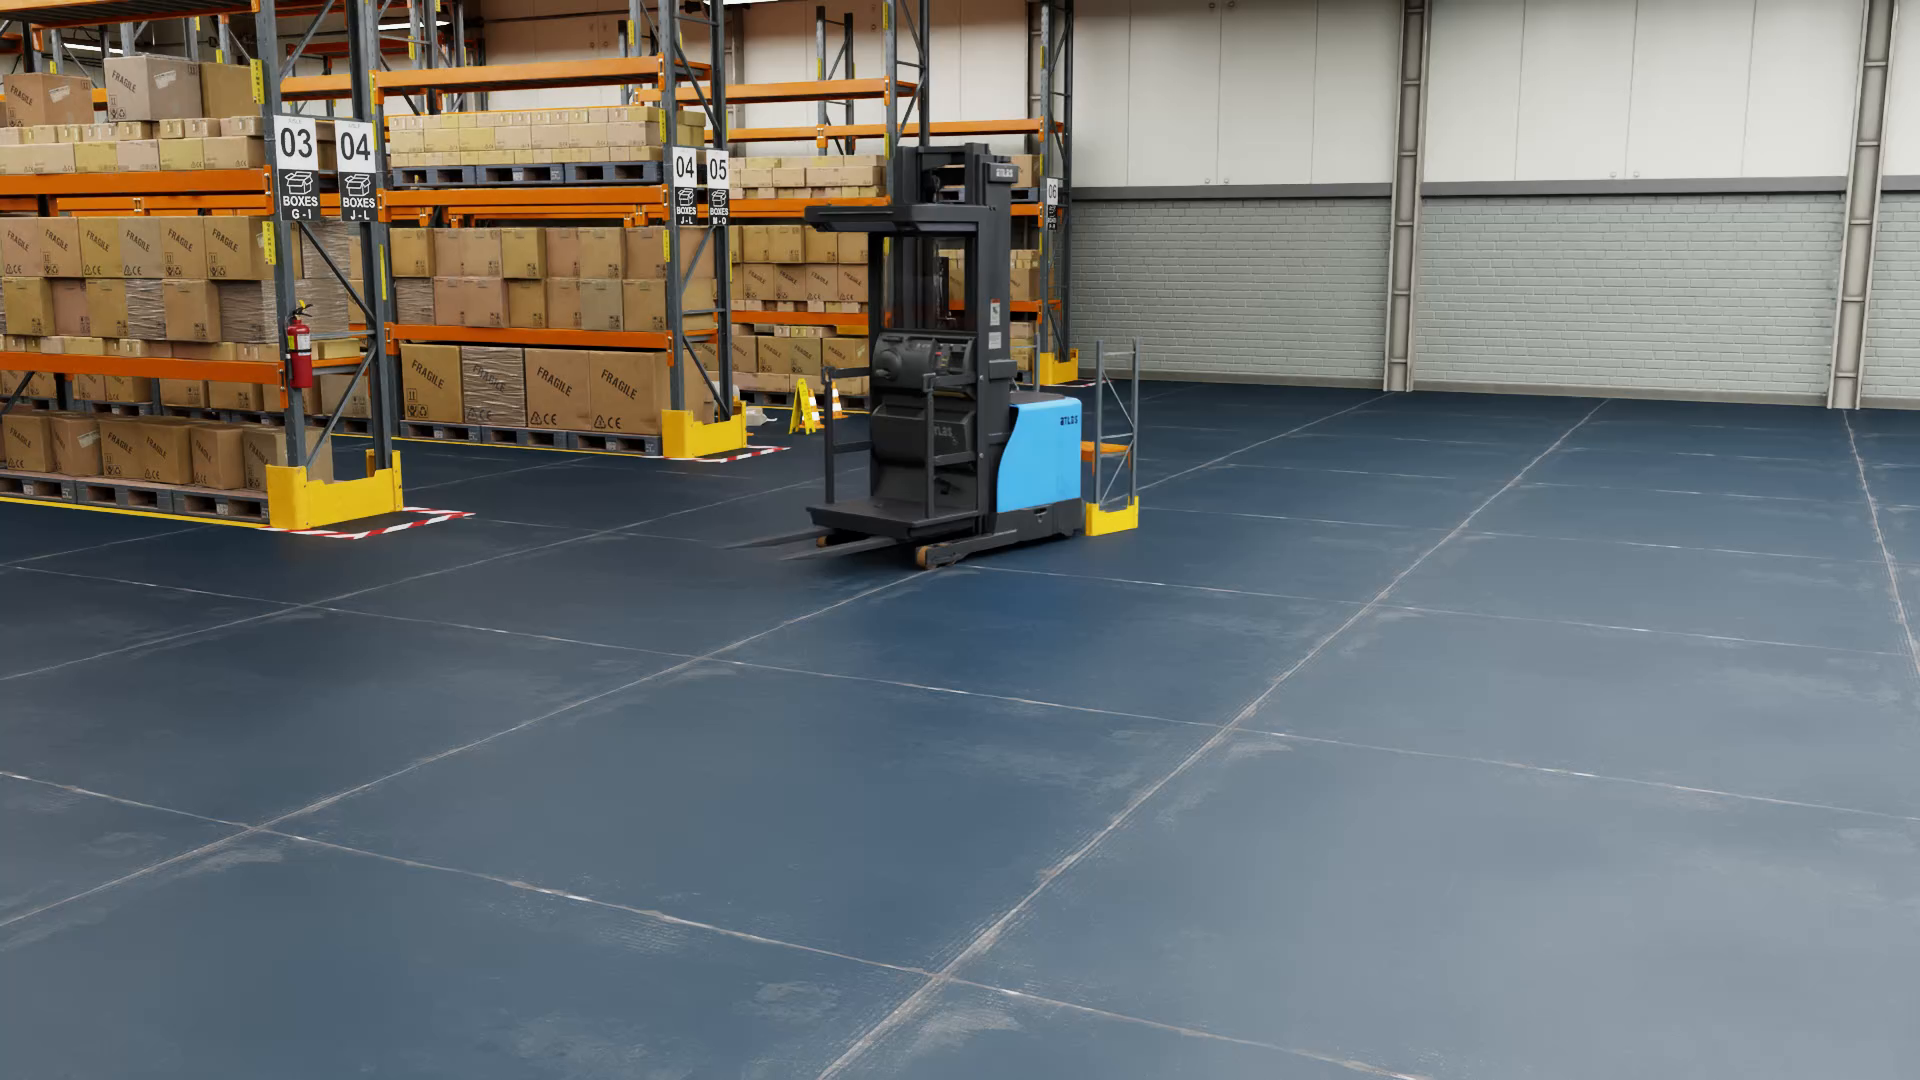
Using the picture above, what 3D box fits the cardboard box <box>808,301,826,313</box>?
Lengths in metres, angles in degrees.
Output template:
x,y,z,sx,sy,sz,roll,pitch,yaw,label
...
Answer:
x,y,z,sx,sy,sz,roll,pitch,yaw,label
-1.848,-3.147,22.402,0.250,0.149,0.380,5,12,27,cardboard box

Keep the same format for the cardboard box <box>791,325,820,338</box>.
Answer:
x,y,z,sx,sy,sz,roll,pitch,yaw,label
-2.093,-2.836,22.591,0.250,0.149,0.380,5,12,27,cardboard box

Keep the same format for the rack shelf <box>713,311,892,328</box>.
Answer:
x,y,z,sx,sy,sz,roll,pitch,yaw,label
-2.470,-3.038,23.112,4.000,0.370,1.077,5,11,26,rack shelf

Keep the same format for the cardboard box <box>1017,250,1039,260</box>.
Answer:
x,y,z,sx,sy,sz,roll,pitch,yaw,label
1.102,-4.536,26.436,0.250,0.149,0.380,5,11,26,cardboard box

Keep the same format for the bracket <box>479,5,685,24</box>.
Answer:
x,y,z,sx,sy,sz,roll,pitch,yaw,label
-6.930,-9.601,30.404,4.783,0.066,0.076,5,11,26,bracket

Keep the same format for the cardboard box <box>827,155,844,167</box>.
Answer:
x,y,z,sx,sy,sz,roll,pitch,yaw,label
-1.562,-5.002,21.989,0.250,0.149,0.380,5,11,25,cardboard box

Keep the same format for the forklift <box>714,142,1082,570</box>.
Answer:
x,y,z,sx,sy,sz,roll,pitch,yaw,label
-0.408,-1.334,11.872,1.130,2.935,3.031,9,14,41,forklift

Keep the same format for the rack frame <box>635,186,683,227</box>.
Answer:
x,y,z,sx,sy,sz,roll,pitch,yaw,label
-4.264,-3.549,23.919,0.127,3.000,1.000,5,11,26,rack frame

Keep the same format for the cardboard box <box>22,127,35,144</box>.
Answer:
x,y,z,sx,sy,sz,roll,pitch,yaw,label
-7.751,-3.443,14.209,0.250,0.149,0.380,5,12,28,cardboard box

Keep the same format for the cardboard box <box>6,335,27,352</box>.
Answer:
x,y,z,sx,sy,sz,roll,pitch,yaw,label
-8.134,-1.741,14.632,0.250,0.149,0.380,5,11,26,cardboard box

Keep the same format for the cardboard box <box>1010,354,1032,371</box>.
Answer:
x,y,z,sx,sy,sz,roll,pitch,yaw,label
0.955,-2.867,26.692,0.500,0.250,0.500,5,11,26,cardboard box

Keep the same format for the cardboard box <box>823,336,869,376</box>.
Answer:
x,y,z,sx,sy,sz,roll,pitch,yaw,label
-1.510,-2.478,22.436,0.500,0.500,0.500,5,11,26,cardboard box

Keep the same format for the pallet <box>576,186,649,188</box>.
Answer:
x,y,z,sx,sy,sz,roll,pitch,yaw,label
-4.770,-4.999,24.031,1.003,0.211,1.213,5,11,26,pallet

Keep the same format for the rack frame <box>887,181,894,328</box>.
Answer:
x,y,z,sx,sy,sz,roll,pitch,yaw,label
-0.677,-3.234,22.177,0.127,3.000,1.000,5,11,26,rack frame

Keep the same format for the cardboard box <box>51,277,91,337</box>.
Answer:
x,y,z,sx,sy,sz,roll,pitch,yaw,label
-7.347,-2.048,14.510,0.500,0.500,0.875,5,11,26,cardboard box

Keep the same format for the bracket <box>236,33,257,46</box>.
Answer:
x,y,z,sx,sy,sz,roll,pitch,yaw,label
-14.636,-10.278,34.146,0.430,0.232,0.235,5,11,26,bracket

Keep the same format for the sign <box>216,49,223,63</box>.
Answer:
x,y,z,sx,sy,sz,roll,pitch,yaw,label
-11.706,-7.583,26.291,0.005,0.325,0.100,5,11,26,sign

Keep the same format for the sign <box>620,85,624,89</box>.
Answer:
x,y,z,sx,sy,sz,roll,pitch,yaw,label
-5.889,-8.021,28.934,0.005,0.325,0.100,5,11,26,sign

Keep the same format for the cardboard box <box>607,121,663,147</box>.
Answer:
x,y,z,sx,sy,sz,roll,pitch,yaw,label
-3.339,-4.234,17.405,0.500,0.250,0.500,5,11,27,cardboard box

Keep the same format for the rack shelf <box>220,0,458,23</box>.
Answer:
x,y,z,sx,sy,sz,roll,pitch,yaw,label
-9.644,-8.256,25.765,4.000,0.370,1.077,5,11,26,rack shelf

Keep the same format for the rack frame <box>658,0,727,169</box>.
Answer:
x,y,z,sx,sy,sz,roll,pitch,yaw,label
-2.776,-5.388,17.231,0.127,3.000,1.000,5,11,26,rack frame

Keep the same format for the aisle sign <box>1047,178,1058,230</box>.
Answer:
x,y,z,sx,sy,sz,roll,pitch,yaw,label
1.445,-5.254,26.039,0.004,0.787,0.394,5,11,26,aisle sign

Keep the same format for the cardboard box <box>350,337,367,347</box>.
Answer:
x,y,z,sx,sy,sz,roll,pitch,yaw,label
-9.231,-3.164,26.578,0.875,0.875,0.875,5,11,27,cardboard box

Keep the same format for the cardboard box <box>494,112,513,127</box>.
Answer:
x,y,z,sx,sy,sz,roll,pitch,yaw,label
-4.823,-4.549,18.024,0.250,0.149,0.380,5,11,26,cardboard box

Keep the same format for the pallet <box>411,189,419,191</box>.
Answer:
x,y,z,sx,sy,sz,roll,pitch,yaw,label
-8.452,-5.290,25.643,1.003,0.211,1.213,6,12,28,pallet

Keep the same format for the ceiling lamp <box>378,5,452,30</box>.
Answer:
x,y,z,sx,sy,sz,roll,pitch,yaw,label
-9.466,-10.380,28.425,2.000,3.185,0.800,5,11,26,ceiling lamp

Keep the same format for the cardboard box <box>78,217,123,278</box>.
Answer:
x,y,z,sx,sy,sz,roll,pitch,yaw,label
-7.007,-2.462,13.986,0.500,0.500,0.500,5,11,26,cardboard box

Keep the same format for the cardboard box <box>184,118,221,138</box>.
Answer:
x,y,z,sx,sy,sz,roll,pitch,yaw,label
-5.924,-3.265,13.227,0.250,0.149,0.380,4,11,23,cardboard box

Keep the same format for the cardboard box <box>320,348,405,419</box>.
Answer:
x,y,z,sx,sy,sz,roll,pitch,yaw,label
-6.960,-1.885,19.860,0.750,0.750,1.050,5,11,26,cardboard box

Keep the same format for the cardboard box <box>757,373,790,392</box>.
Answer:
x,y,z,sx,sy,sz,roll,pitch,yaw,label
-2.453,-2.191,22.954,0.500,0.250,0.500,5,11,24,cardboard box

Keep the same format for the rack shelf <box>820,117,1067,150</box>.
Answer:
x,y,z,sx,sy,sz,roll,pitch,yaw,label
-0.277,-6.586,26.995,4.000,0.370,1.077,5,11,26,rack shelf

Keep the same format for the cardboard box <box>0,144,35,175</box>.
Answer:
x,y,z,sx,sy,sz,roll,pitch,yaw,label
-7.882,-3.252,14.272,0.500,0.250,0.500,5,11,25,cardboard box

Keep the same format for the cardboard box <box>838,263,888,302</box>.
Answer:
x,y,z,sx,sy,sz,roll,pitch,yaw,label
-1.285,-3.428,22.135,0.500,0.500,0.500,5,11,25,cardboard box

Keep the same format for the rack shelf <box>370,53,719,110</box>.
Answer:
x,y,z,sx,sy,sz,roll,pitch,yaw,label
-4.570,-4.994,18.201,4.000,0.370,1.077,5,11,26,rack shelf

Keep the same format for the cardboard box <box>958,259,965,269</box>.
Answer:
x,y,z,sx,sy,sz,roll,pitch,yaw,label
0.156,-4.459,26.840,0.250,0.149,0.380,5,11,24,cardboard box

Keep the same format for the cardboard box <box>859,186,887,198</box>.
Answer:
x,y,z,sx,sy,sz,roll,pitch,yaw,label
-1.120,-4.570,21.841,0.250,0.149,0.380,5,11,26,cardboard box

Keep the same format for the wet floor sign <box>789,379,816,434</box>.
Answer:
x,y,z,sx,sy,sz,roll,pitch,yaw,label
-1.874,-1.591,19.709,0.232,0.644,0.267,3,11,16,wet floor sign

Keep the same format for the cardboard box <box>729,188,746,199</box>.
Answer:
x,y,z,sx,sy,sz,roll,pitch,yaw,label
-2.975,-4.722,22.683,0.250,0.149,0.380,5,11,25,cardboard box

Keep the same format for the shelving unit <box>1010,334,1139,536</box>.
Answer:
x,y,z,sx,sy,sz,roll,pitch,yaw,label
0.840,-0.871,13.317,1.083,1.500,0.587,10,13,42,shelving unit

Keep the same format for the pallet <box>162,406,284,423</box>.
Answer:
x,y,z,sx,sy,sz,roll,pitch,yaw,label
-9.277,-1.620,21.087,1.213,0.211,1.003,5,11,26,pallet

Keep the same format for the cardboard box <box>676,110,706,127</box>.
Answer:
x,y,z,sx,sy,sz,roll,pitch,yaw,label
-2.935,-4.513,17.829,0.250,0.149,0.380,5,11,26,cardboard box

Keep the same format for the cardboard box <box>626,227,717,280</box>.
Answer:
x,y,z,sx,sy,sz,roll,pitch,yaw,label
-3.092,-3.076,17.851,0.550,0.550,0.875,5,11,26,cardboard box

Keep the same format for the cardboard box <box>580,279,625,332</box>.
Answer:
x,y,z,sx,sy,sz,roll,pitch,yaw,label
-3.632,-2.571,18.093,0.550,0.550,0.875,5,11,26,cardboard box

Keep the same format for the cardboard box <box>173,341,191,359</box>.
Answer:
x,y,z,sx,sy,sz,roll,pitch,yaw,label
-6.302,-1.597,13.837,0.250,0.149,0.380,5,11,26,cardboard box

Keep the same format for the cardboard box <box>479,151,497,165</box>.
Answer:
x,y,z,sx,sy,sz,roll,pitch,yaw,label
-5.044,-4.176,18.204,0.250,0.149,0.380,5,11,26,cardboard box

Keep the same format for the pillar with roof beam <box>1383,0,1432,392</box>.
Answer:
x,y,z,sx,sy,sz,roll,pitch,yaw,label
4.767,-6.018,20.712,0.400,9.000,9.100,5,11,26,pillar with roof beam

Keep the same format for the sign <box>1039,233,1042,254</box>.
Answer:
x,y,z,sx,sy,sz,roll,pitch,yaw,label
1.264,-4.628,25.962,0.005,0.325,0.100,5,11,26,sign

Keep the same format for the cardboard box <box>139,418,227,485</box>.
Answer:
x,y,z,sx,sy,sz,roll,pitch,yaw,label
-6.718,-0.774,14.423,0.500,0.500,0.500,6,12,31,cardboard box

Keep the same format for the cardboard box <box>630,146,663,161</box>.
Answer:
x,y,z,sx,sy,sz,roll,pitch,yaw,label
-3.224,-4.016,17.319,0.250,0.149,0.380,5,11,26,cardboard box
